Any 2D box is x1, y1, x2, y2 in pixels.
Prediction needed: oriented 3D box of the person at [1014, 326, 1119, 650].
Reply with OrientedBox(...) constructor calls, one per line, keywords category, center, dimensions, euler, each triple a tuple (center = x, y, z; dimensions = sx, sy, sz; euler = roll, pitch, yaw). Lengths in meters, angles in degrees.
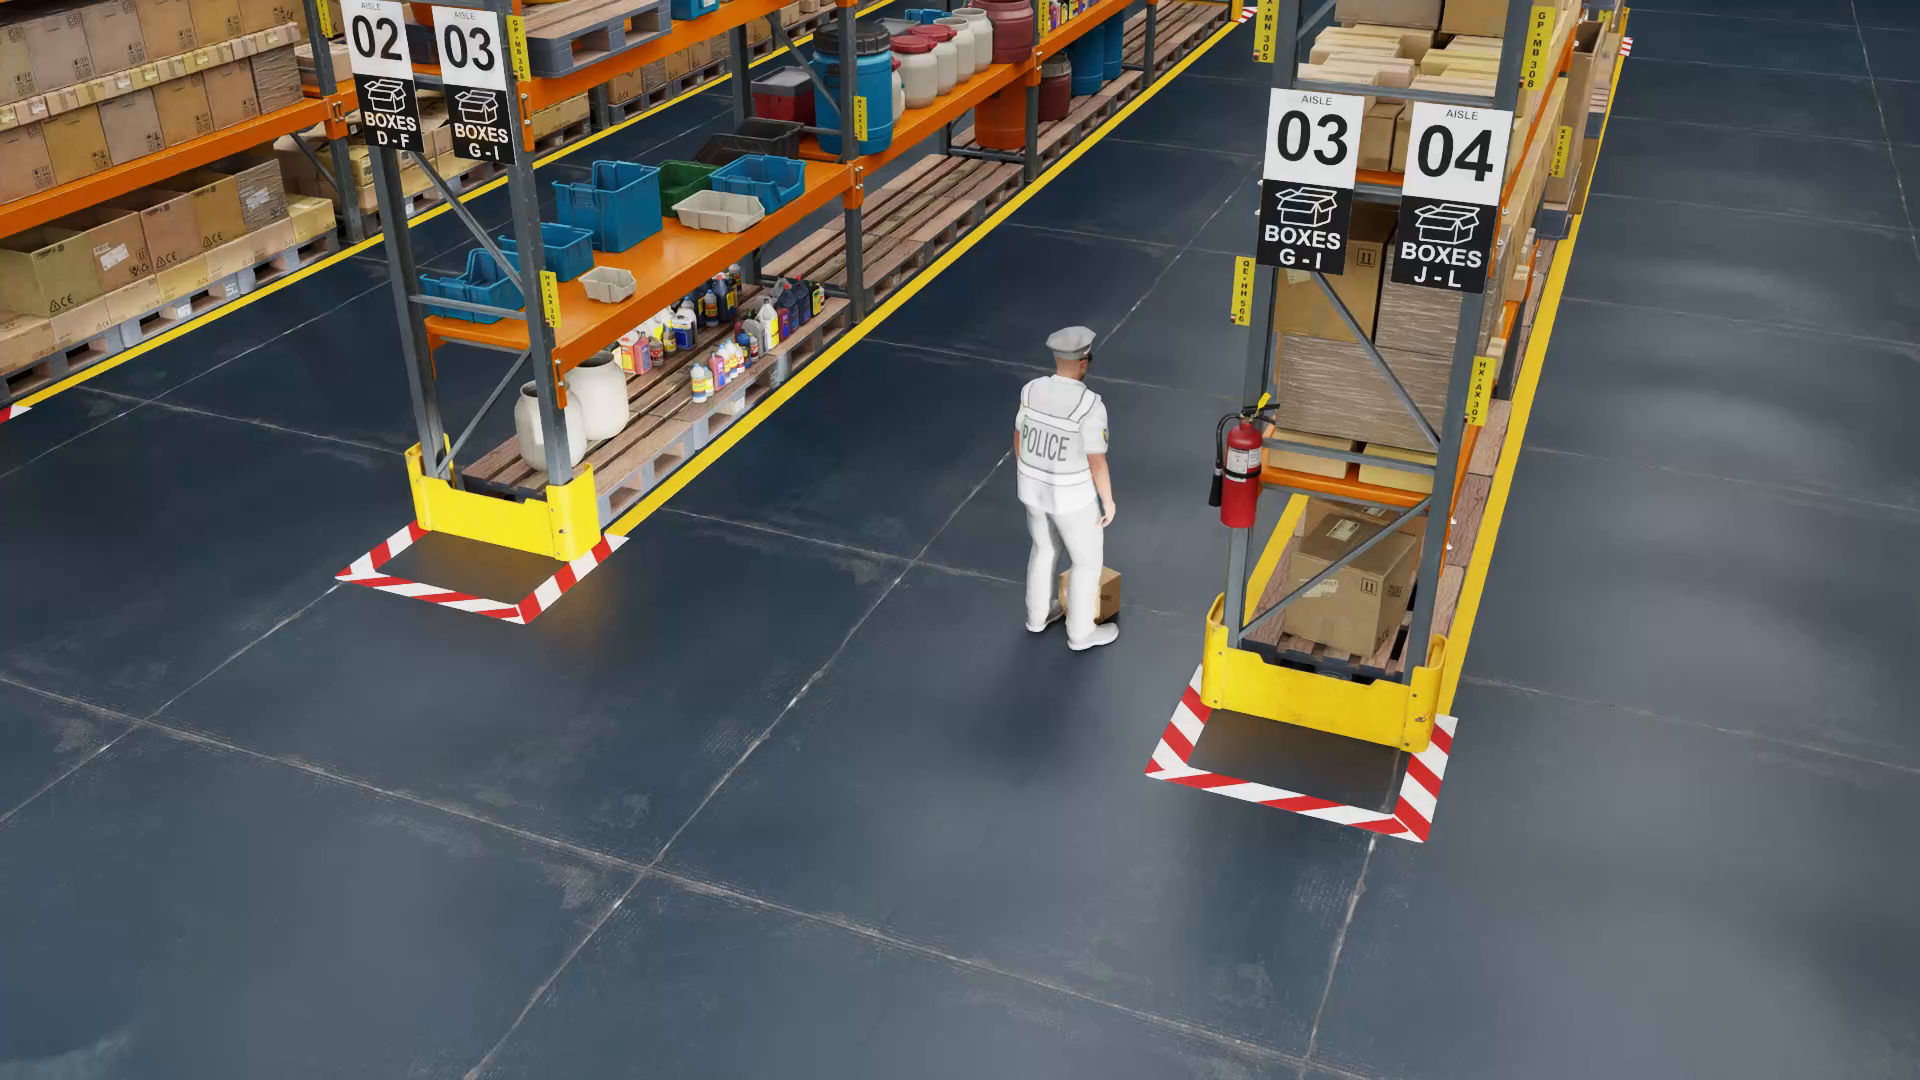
OrientedBox(category="person", center=(0.543, -0.256, 8.843), dimensions=(0.605, 1.751, 0.428), euler=(23, 36, 34))
